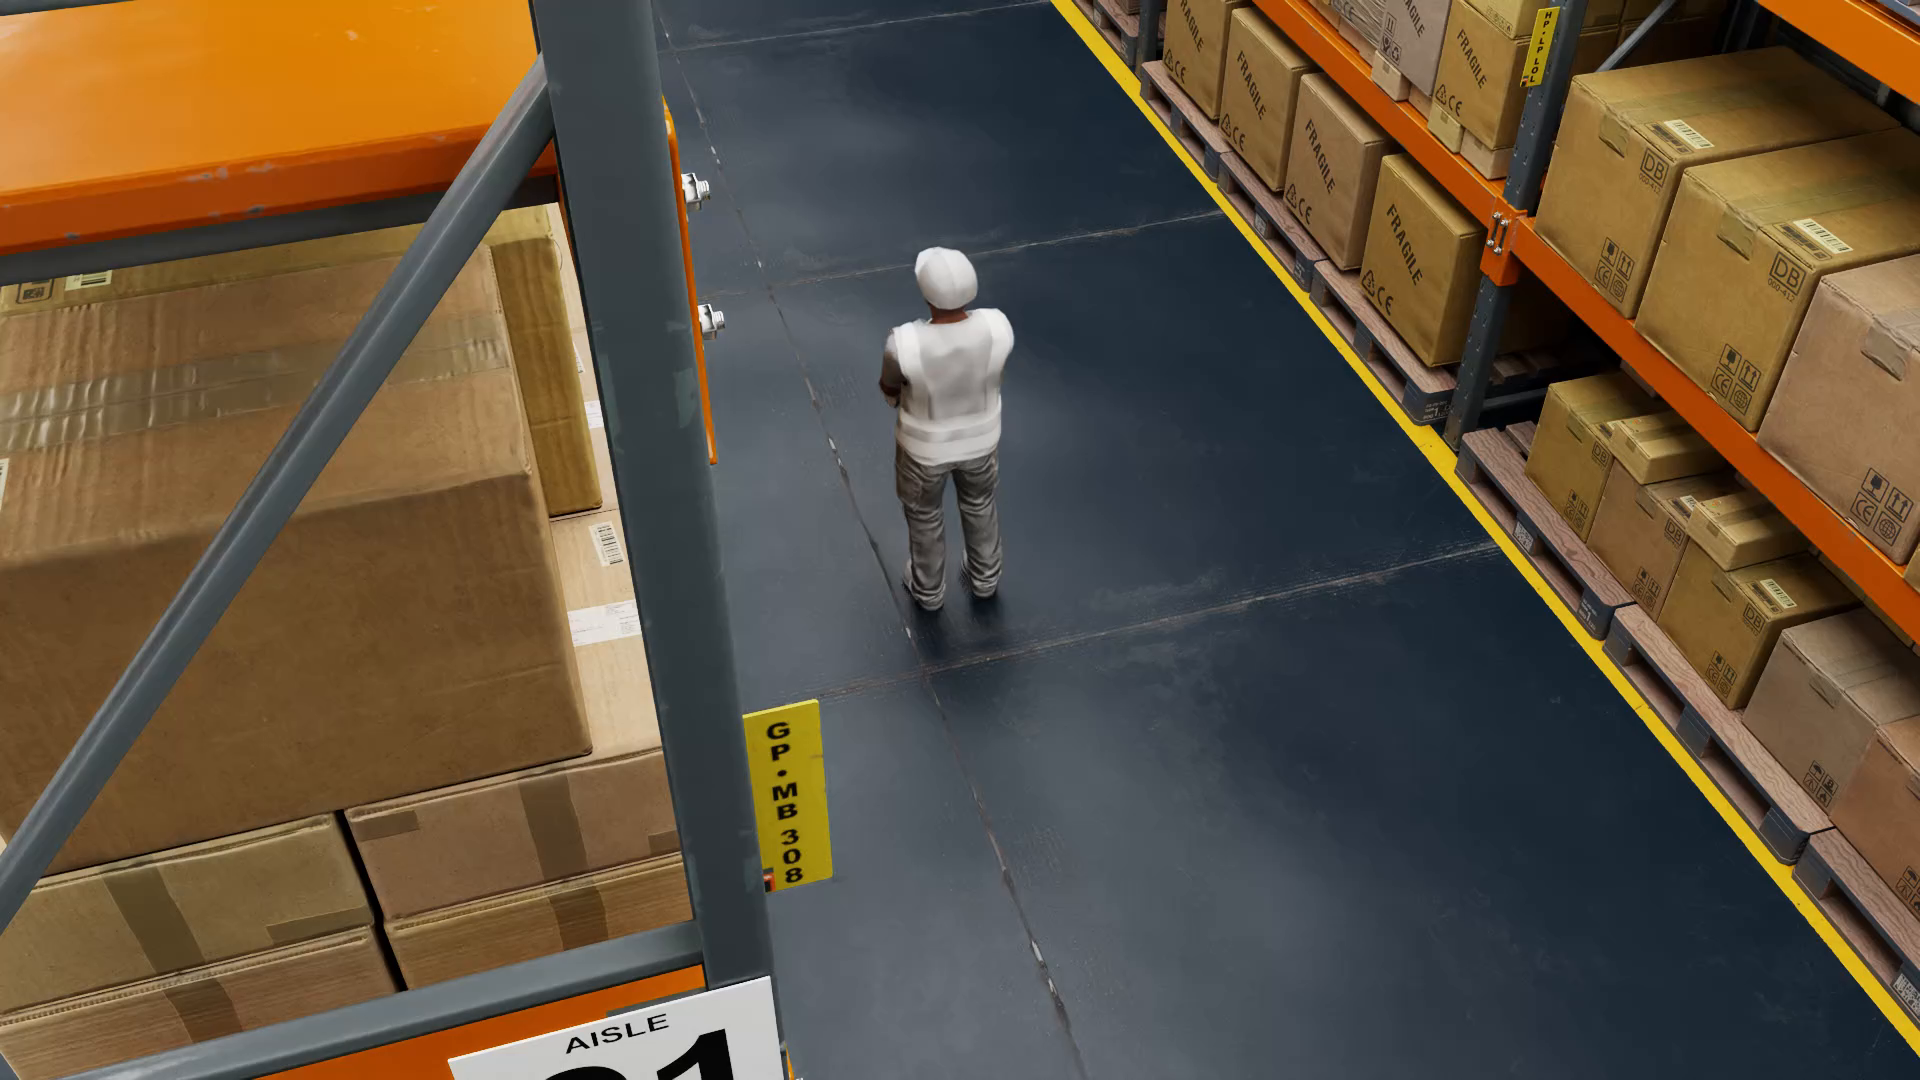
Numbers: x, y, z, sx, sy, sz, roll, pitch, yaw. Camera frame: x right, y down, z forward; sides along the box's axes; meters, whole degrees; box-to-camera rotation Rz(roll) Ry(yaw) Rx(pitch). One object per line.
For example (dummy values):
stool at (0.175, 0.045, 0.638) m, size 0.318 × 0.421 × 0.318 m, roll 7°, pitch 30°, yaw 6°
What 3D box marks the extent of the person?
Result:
person at (-0.081, -0.464, 6.661) m, size 0.503 × 1.788 × 0.565 m, roll -12°, pitch 43°, yaw -13°
